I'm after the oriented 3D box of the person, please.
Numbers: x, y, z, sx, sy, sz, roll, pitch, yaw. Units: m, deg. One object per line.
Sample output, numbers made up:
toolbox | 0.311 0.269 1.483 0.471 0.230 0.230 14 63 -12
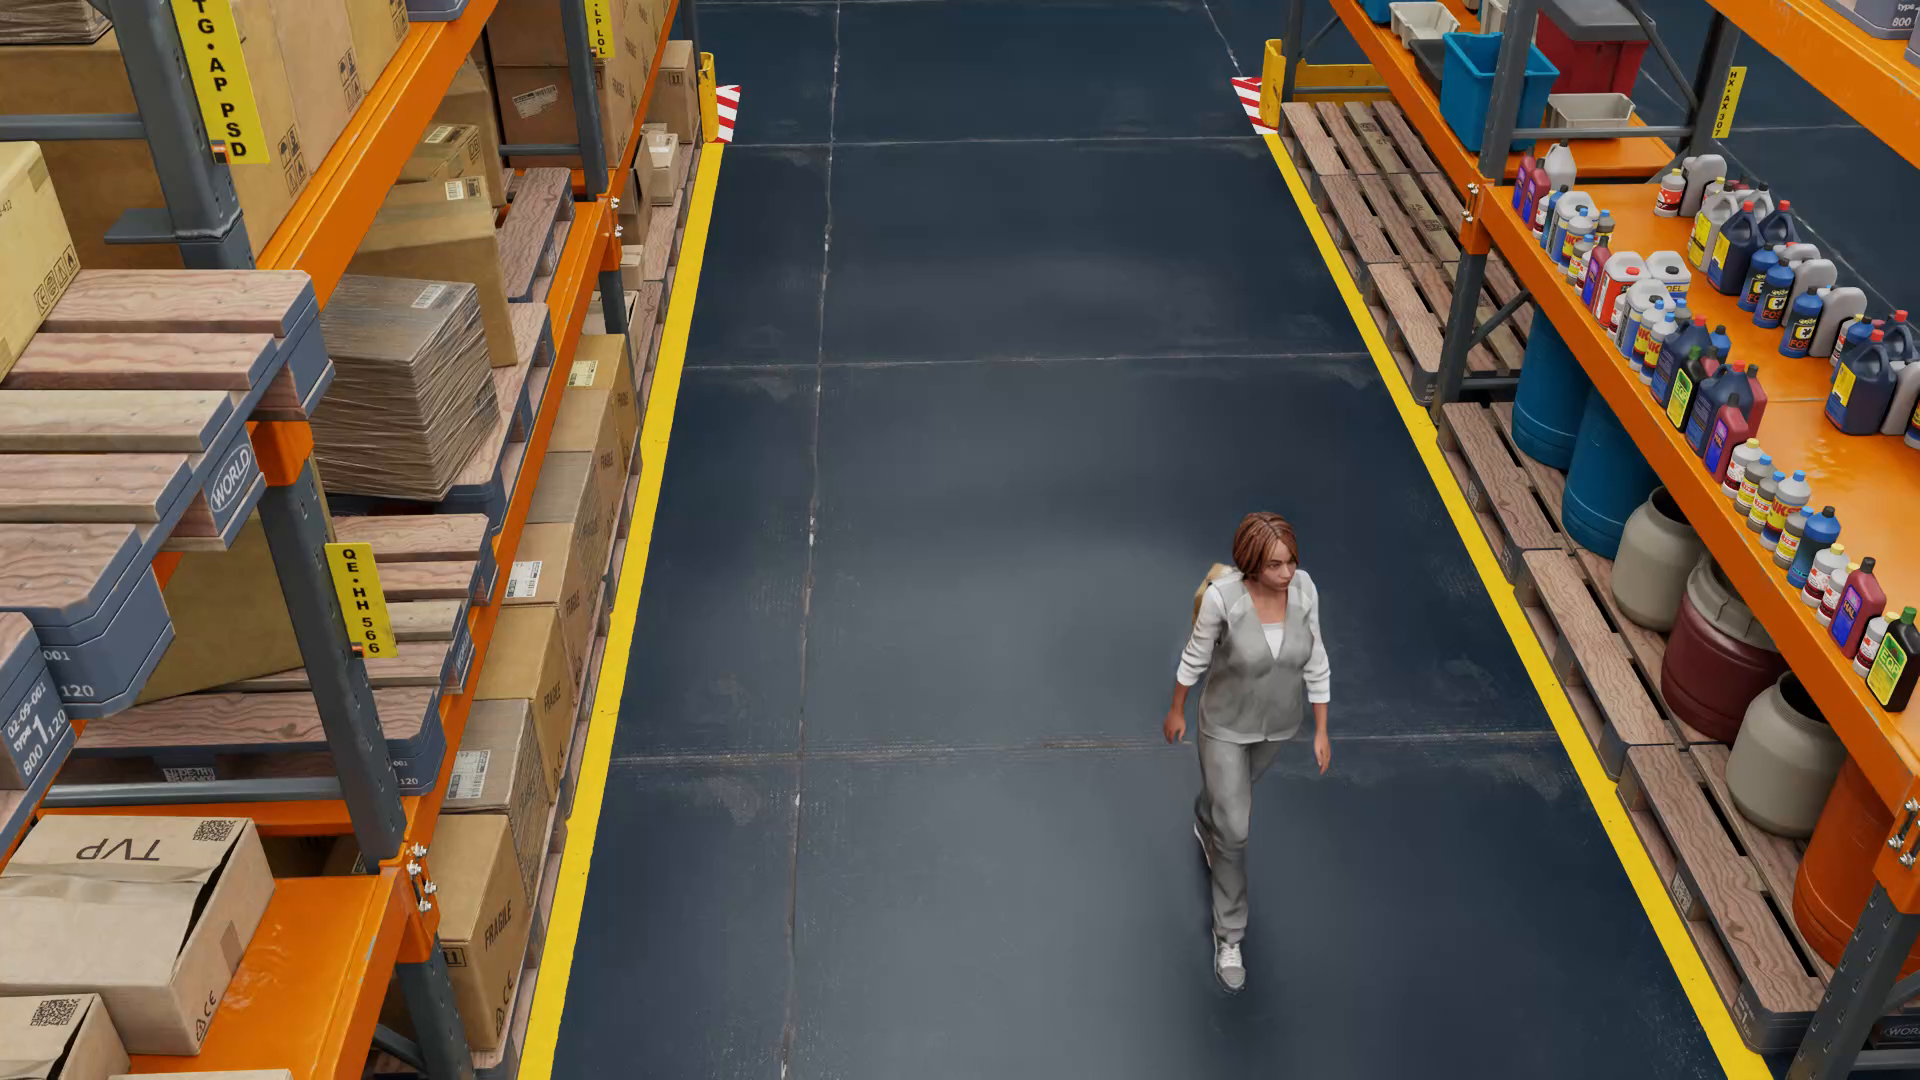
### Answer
person | 0.931 0.616 5.302 0.459 1.620 0.724 -11 37 -15
